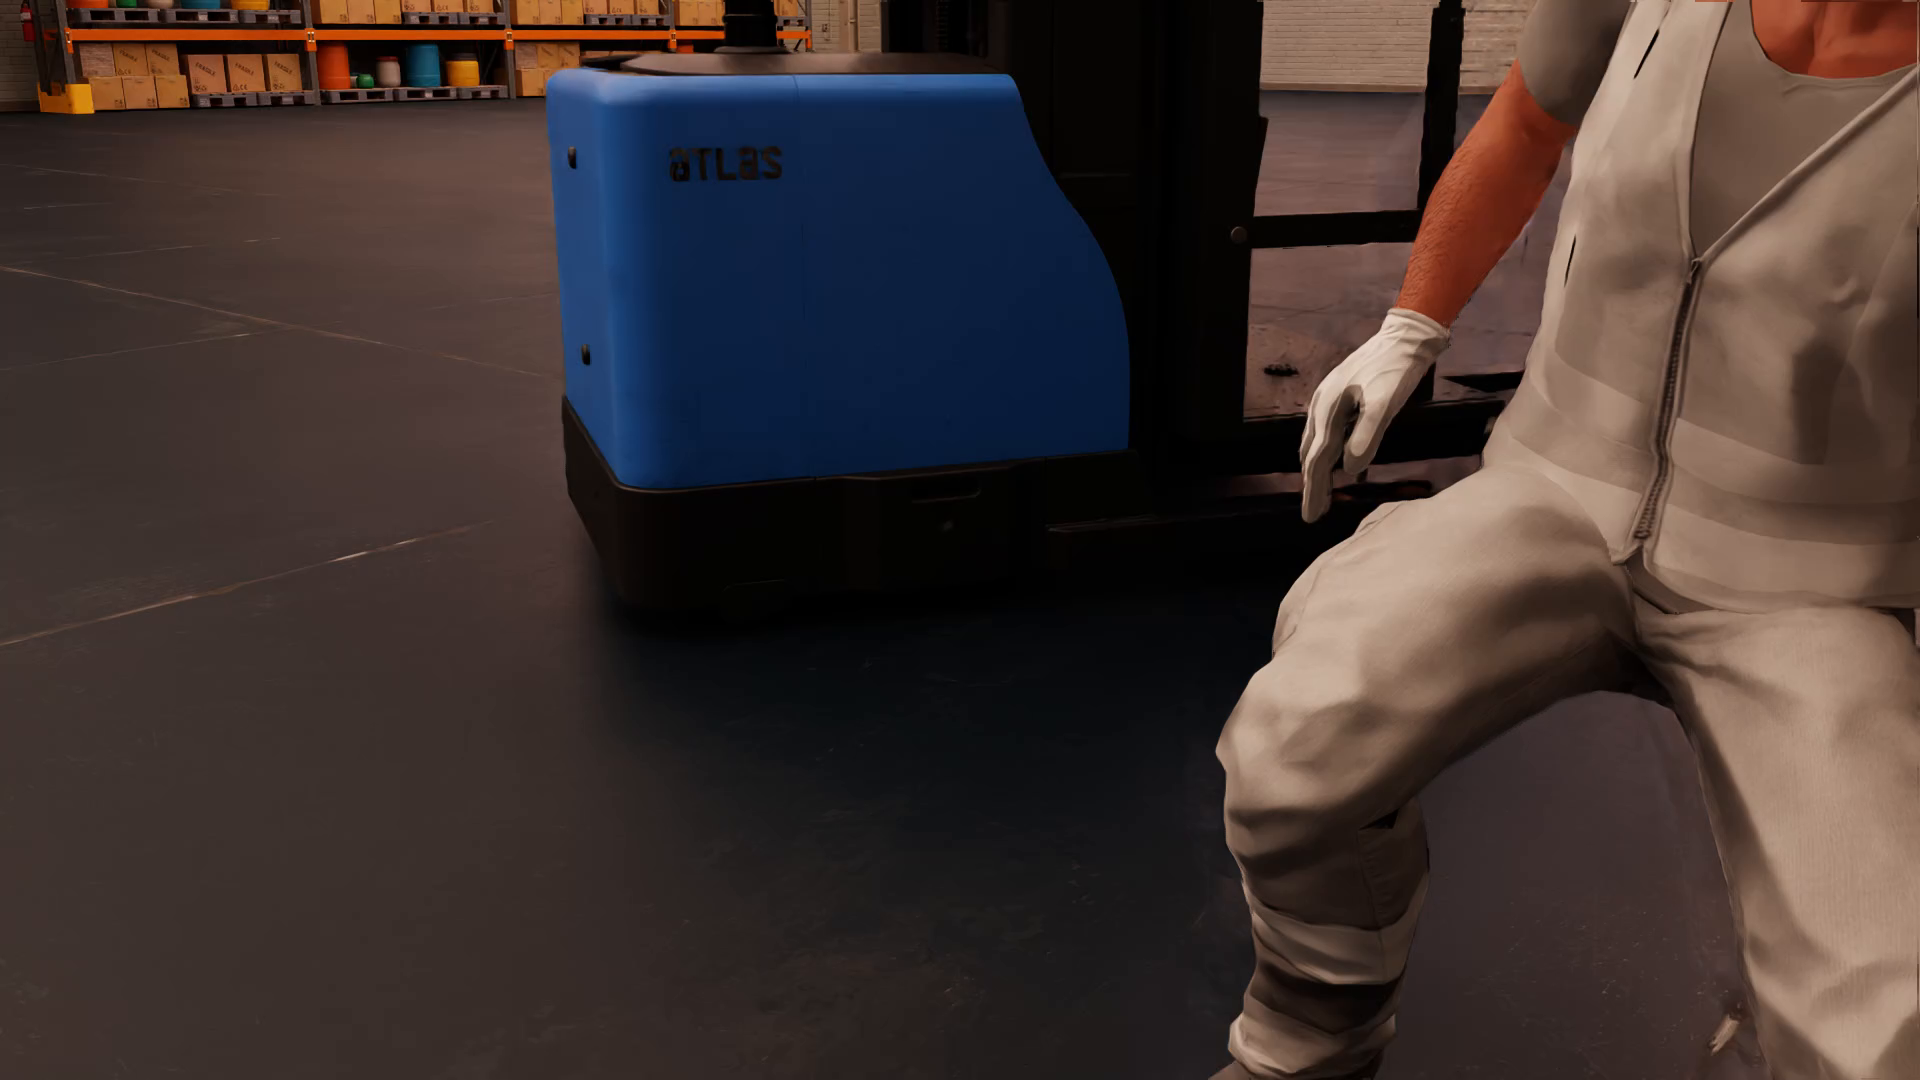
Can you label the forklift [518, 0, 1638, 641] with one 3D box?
[{"bbox_3d":[0.535,-1.521,3.907,3.031,2.935,1.130,-11,20,-33],"label":"forklift"}]
